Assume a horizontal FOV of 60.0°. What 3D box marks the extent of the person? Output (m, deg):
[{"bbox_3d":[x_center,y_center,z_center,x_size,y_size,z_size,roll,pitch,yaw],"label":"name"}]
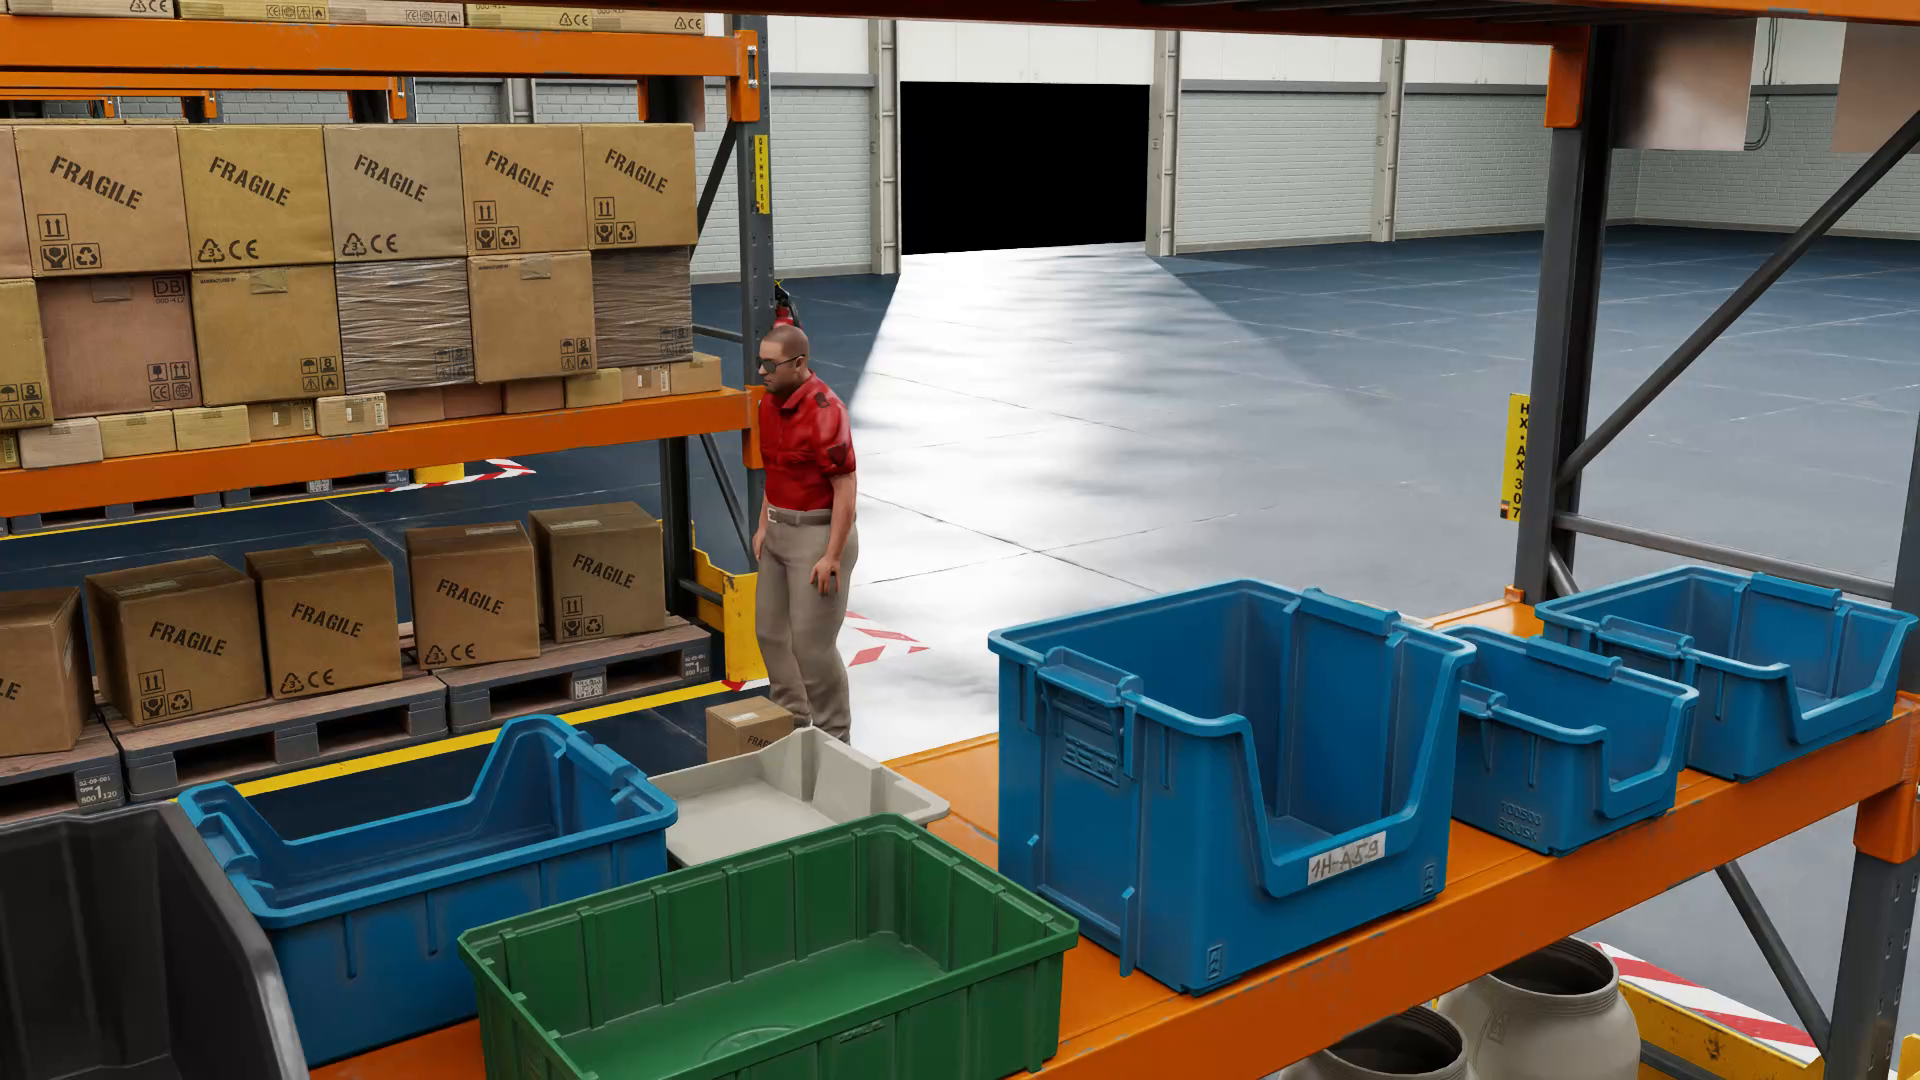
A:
[{"bbox_3d":[-0.617,0.025,6.438,0.395,1.726,0.584,-10,18,-35],"label":"person"}]
